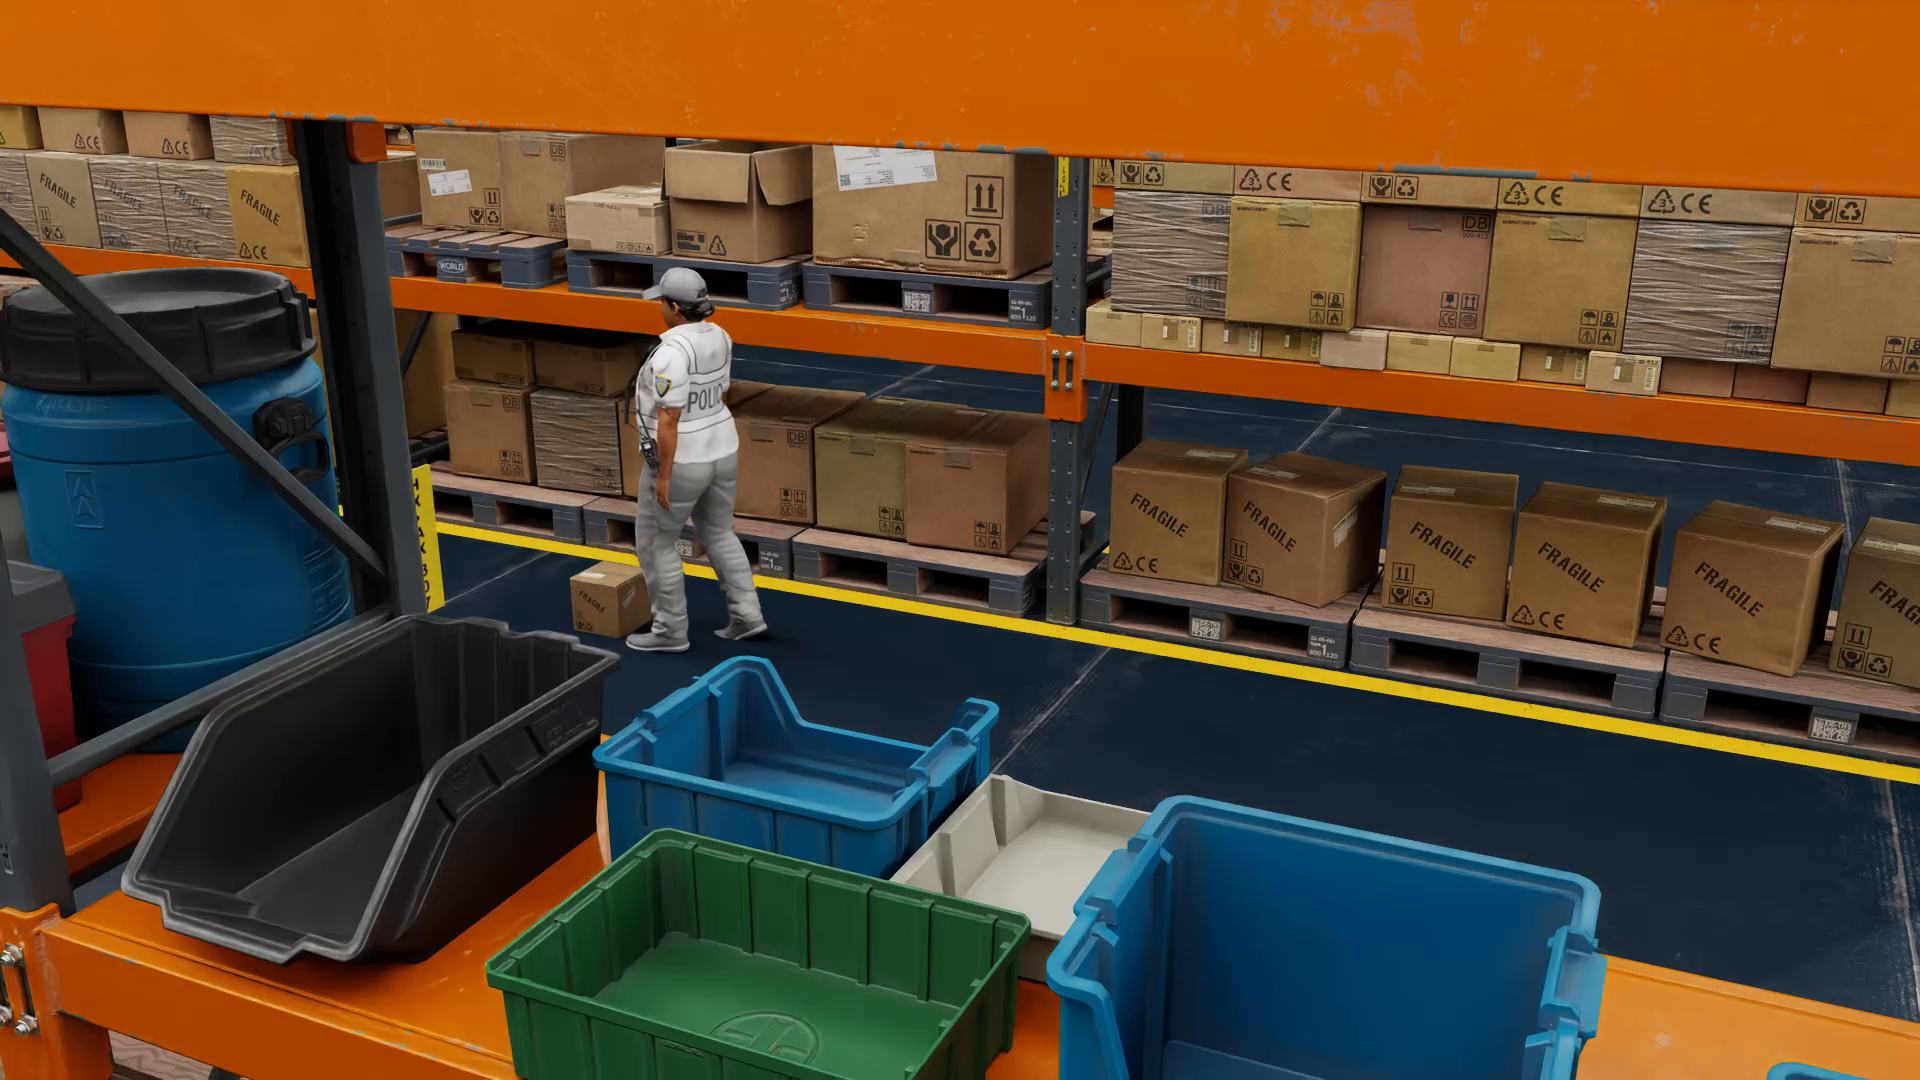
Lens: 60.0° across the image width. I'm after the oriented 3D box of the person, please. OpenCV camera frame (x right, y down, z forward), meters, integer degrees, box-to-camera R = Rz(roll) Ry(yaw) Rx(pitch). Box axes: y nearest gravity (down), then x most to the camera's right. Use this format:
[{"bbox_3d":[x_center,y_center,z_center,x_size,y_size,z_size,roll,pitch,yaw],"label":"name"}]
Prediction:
[{"bbox_3d":[-1.159,-0.312,7.029,0.389,1.691,0.467,9,21,24],"label":"person"}]
